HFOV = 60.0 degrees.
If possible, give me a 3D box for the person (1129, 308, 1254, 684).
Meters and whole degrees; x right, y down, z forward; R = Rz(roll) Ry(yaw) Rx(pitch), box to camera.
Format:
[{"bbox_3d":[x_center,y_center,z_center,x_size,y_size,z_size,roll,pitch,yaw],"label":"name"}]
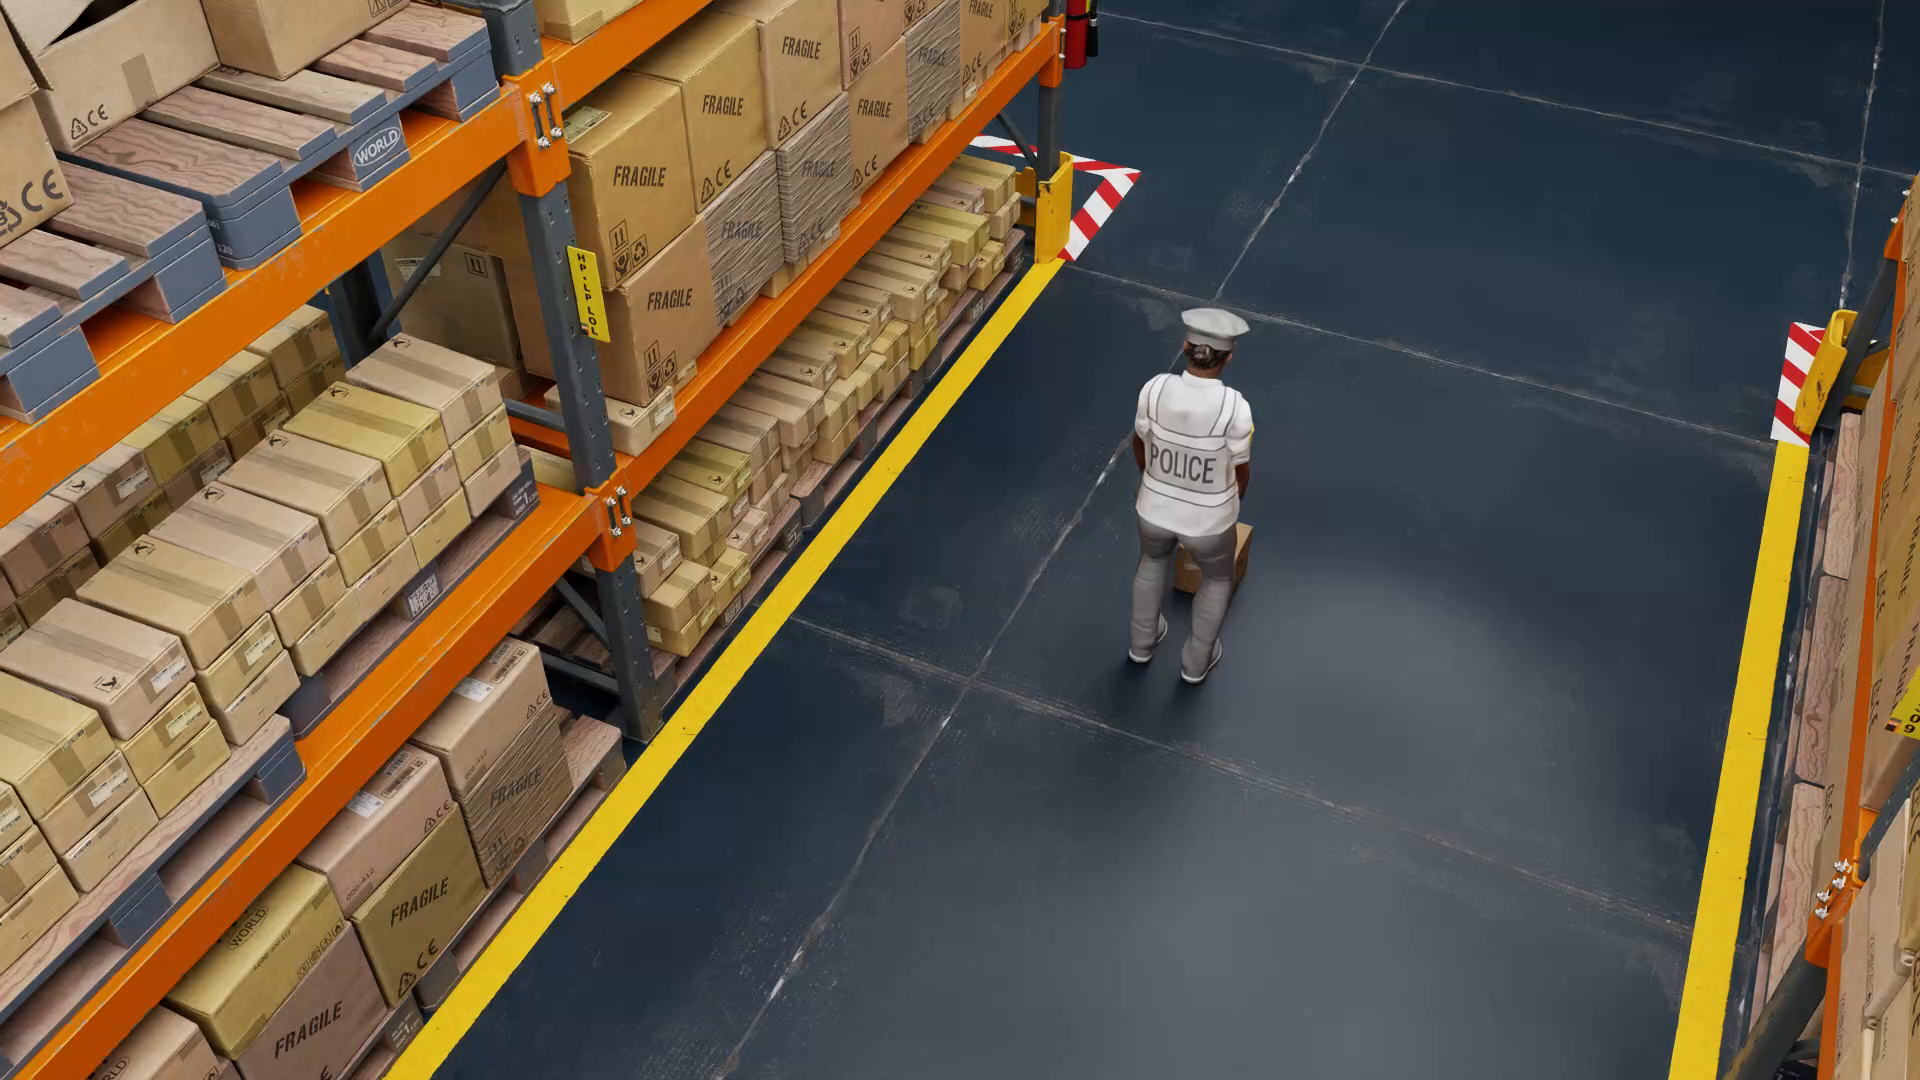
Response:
[{"bbox_3d":[0.861,-0.142,6.363,0.461,1.615,0.460,19,45,19],"label":"person"}]
